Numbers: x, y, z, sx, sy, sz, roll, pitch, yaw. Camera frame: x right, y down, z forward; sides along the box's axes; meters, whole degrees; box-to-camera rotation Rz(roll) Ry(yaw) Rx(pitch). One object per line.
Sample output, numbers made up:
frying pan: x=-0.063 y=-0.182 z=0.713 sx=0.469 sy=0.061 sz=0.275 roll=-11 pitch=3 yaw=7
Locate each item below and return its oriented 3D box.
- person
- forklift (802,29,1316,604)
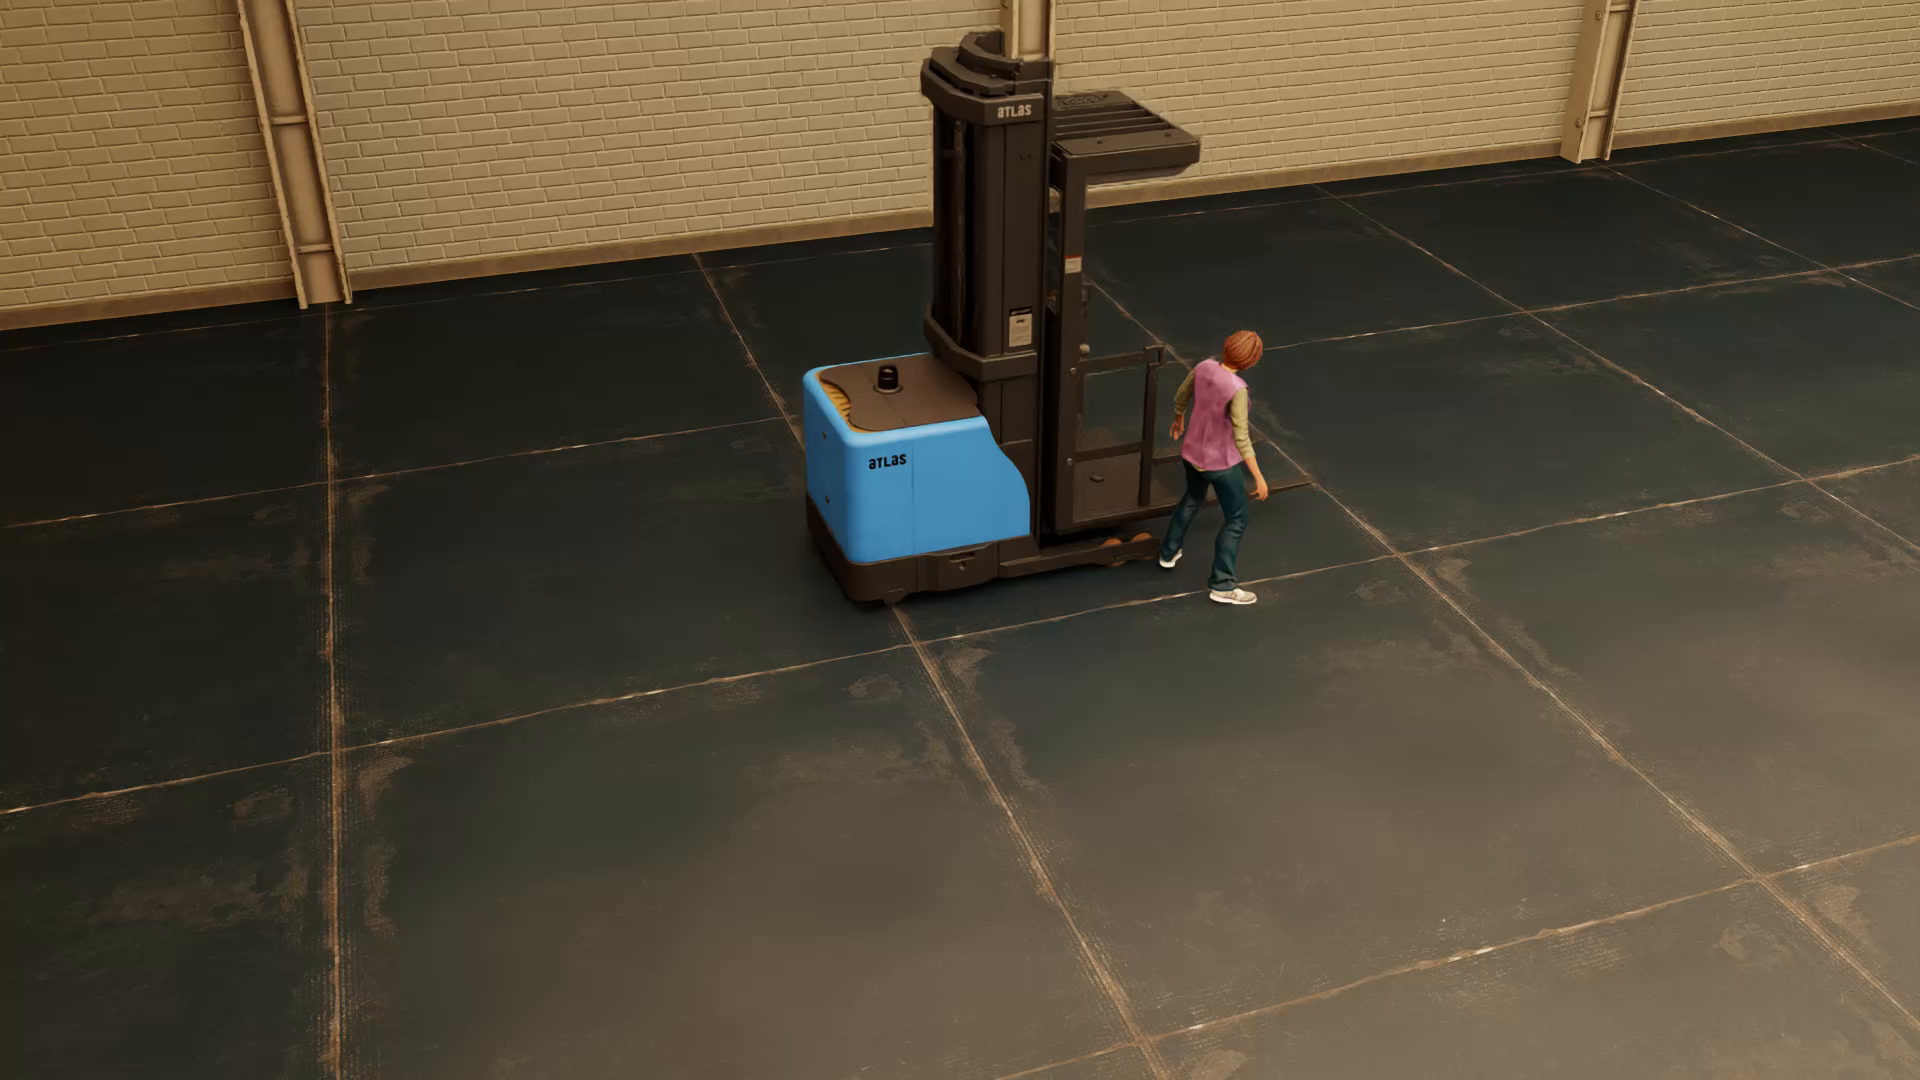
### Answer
person: x=1.438 y=-0.446 z=9.272 sx=0.360 sy=1.557 sz=0.782 roll=-18 pitch=34 yaw=-28
forklift: x=0.652 y=-1.348 z=9.430 sx=3.031 sy=2.935 sz=1.130 roll=-10 pitch=31 yaw=-17
